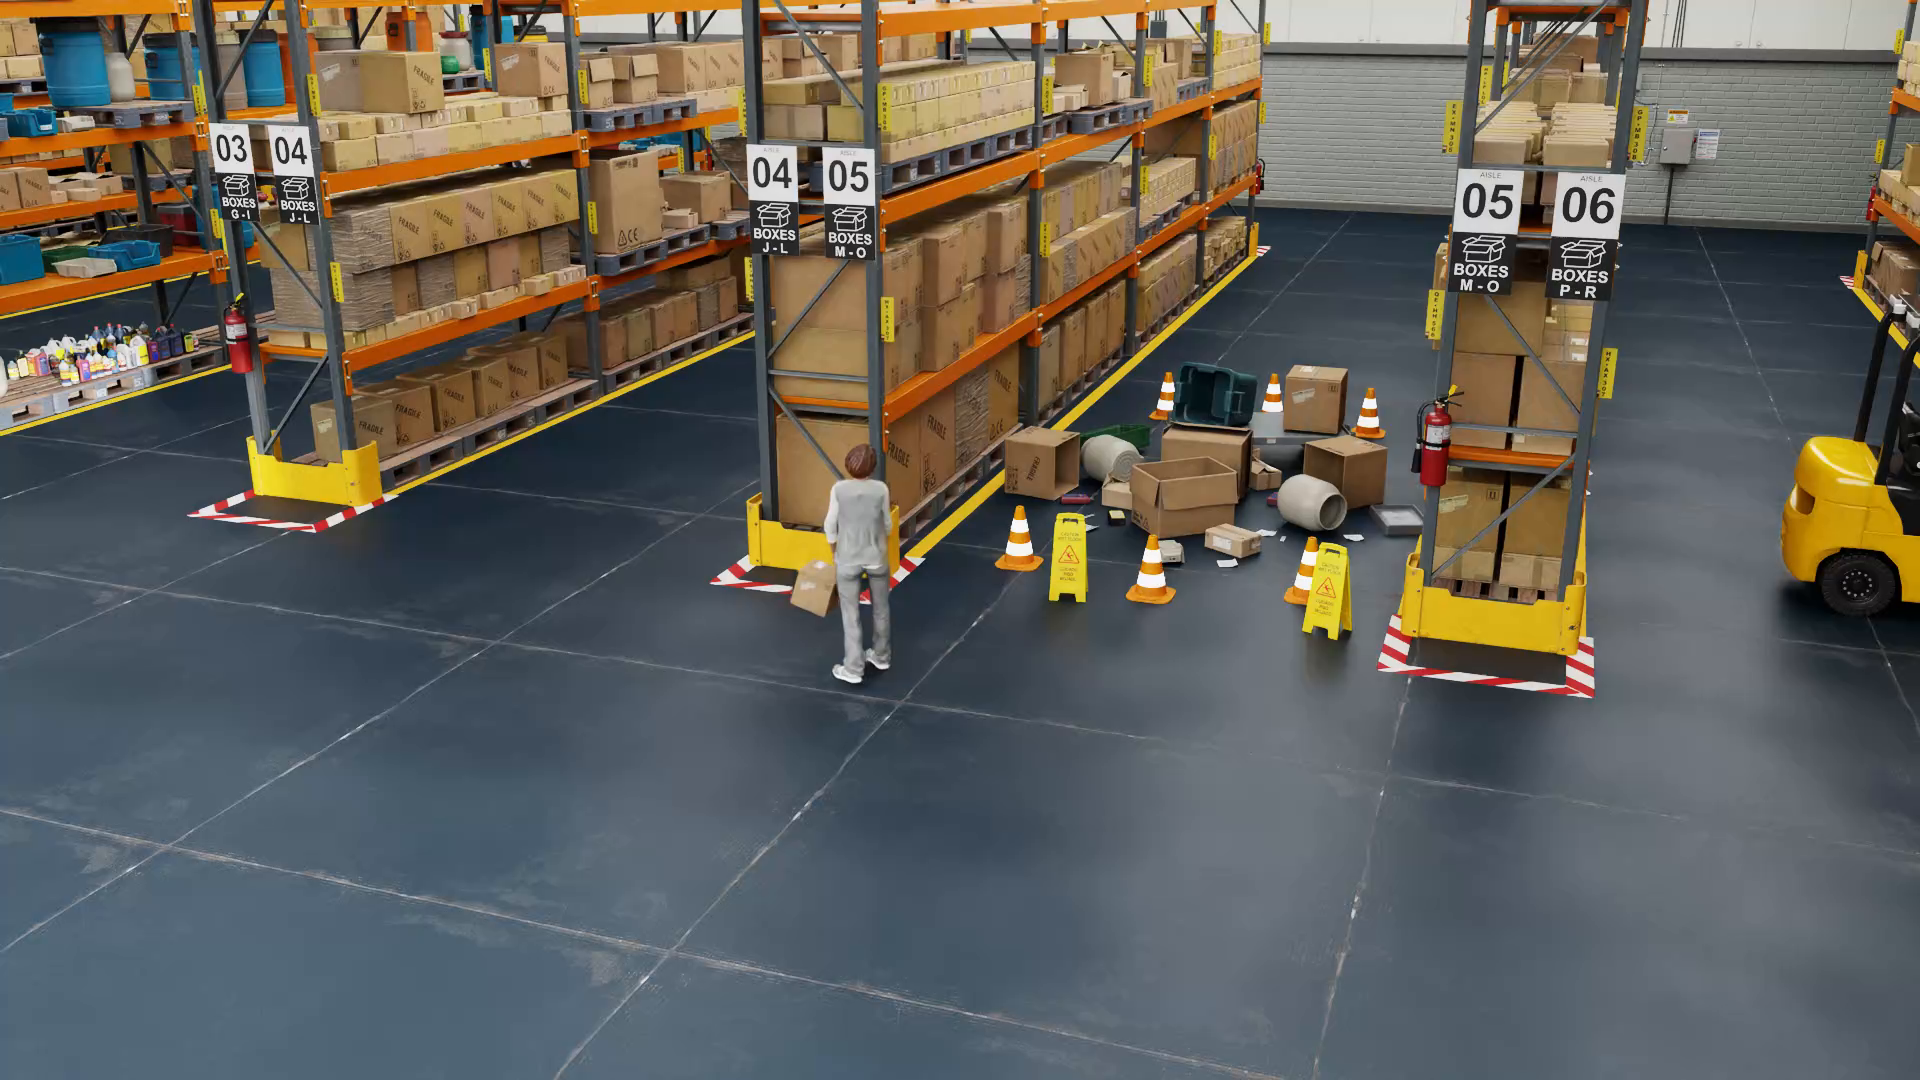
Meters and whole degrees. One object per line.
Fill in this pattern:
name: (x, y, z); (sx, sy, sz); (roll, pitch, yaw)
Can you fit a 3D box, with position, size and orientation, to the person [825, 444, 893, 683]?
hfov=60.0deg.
person: (-0.651, 0.121, 10.683); (0.434, 1.601, 0.473); (-3, 19, -9)
